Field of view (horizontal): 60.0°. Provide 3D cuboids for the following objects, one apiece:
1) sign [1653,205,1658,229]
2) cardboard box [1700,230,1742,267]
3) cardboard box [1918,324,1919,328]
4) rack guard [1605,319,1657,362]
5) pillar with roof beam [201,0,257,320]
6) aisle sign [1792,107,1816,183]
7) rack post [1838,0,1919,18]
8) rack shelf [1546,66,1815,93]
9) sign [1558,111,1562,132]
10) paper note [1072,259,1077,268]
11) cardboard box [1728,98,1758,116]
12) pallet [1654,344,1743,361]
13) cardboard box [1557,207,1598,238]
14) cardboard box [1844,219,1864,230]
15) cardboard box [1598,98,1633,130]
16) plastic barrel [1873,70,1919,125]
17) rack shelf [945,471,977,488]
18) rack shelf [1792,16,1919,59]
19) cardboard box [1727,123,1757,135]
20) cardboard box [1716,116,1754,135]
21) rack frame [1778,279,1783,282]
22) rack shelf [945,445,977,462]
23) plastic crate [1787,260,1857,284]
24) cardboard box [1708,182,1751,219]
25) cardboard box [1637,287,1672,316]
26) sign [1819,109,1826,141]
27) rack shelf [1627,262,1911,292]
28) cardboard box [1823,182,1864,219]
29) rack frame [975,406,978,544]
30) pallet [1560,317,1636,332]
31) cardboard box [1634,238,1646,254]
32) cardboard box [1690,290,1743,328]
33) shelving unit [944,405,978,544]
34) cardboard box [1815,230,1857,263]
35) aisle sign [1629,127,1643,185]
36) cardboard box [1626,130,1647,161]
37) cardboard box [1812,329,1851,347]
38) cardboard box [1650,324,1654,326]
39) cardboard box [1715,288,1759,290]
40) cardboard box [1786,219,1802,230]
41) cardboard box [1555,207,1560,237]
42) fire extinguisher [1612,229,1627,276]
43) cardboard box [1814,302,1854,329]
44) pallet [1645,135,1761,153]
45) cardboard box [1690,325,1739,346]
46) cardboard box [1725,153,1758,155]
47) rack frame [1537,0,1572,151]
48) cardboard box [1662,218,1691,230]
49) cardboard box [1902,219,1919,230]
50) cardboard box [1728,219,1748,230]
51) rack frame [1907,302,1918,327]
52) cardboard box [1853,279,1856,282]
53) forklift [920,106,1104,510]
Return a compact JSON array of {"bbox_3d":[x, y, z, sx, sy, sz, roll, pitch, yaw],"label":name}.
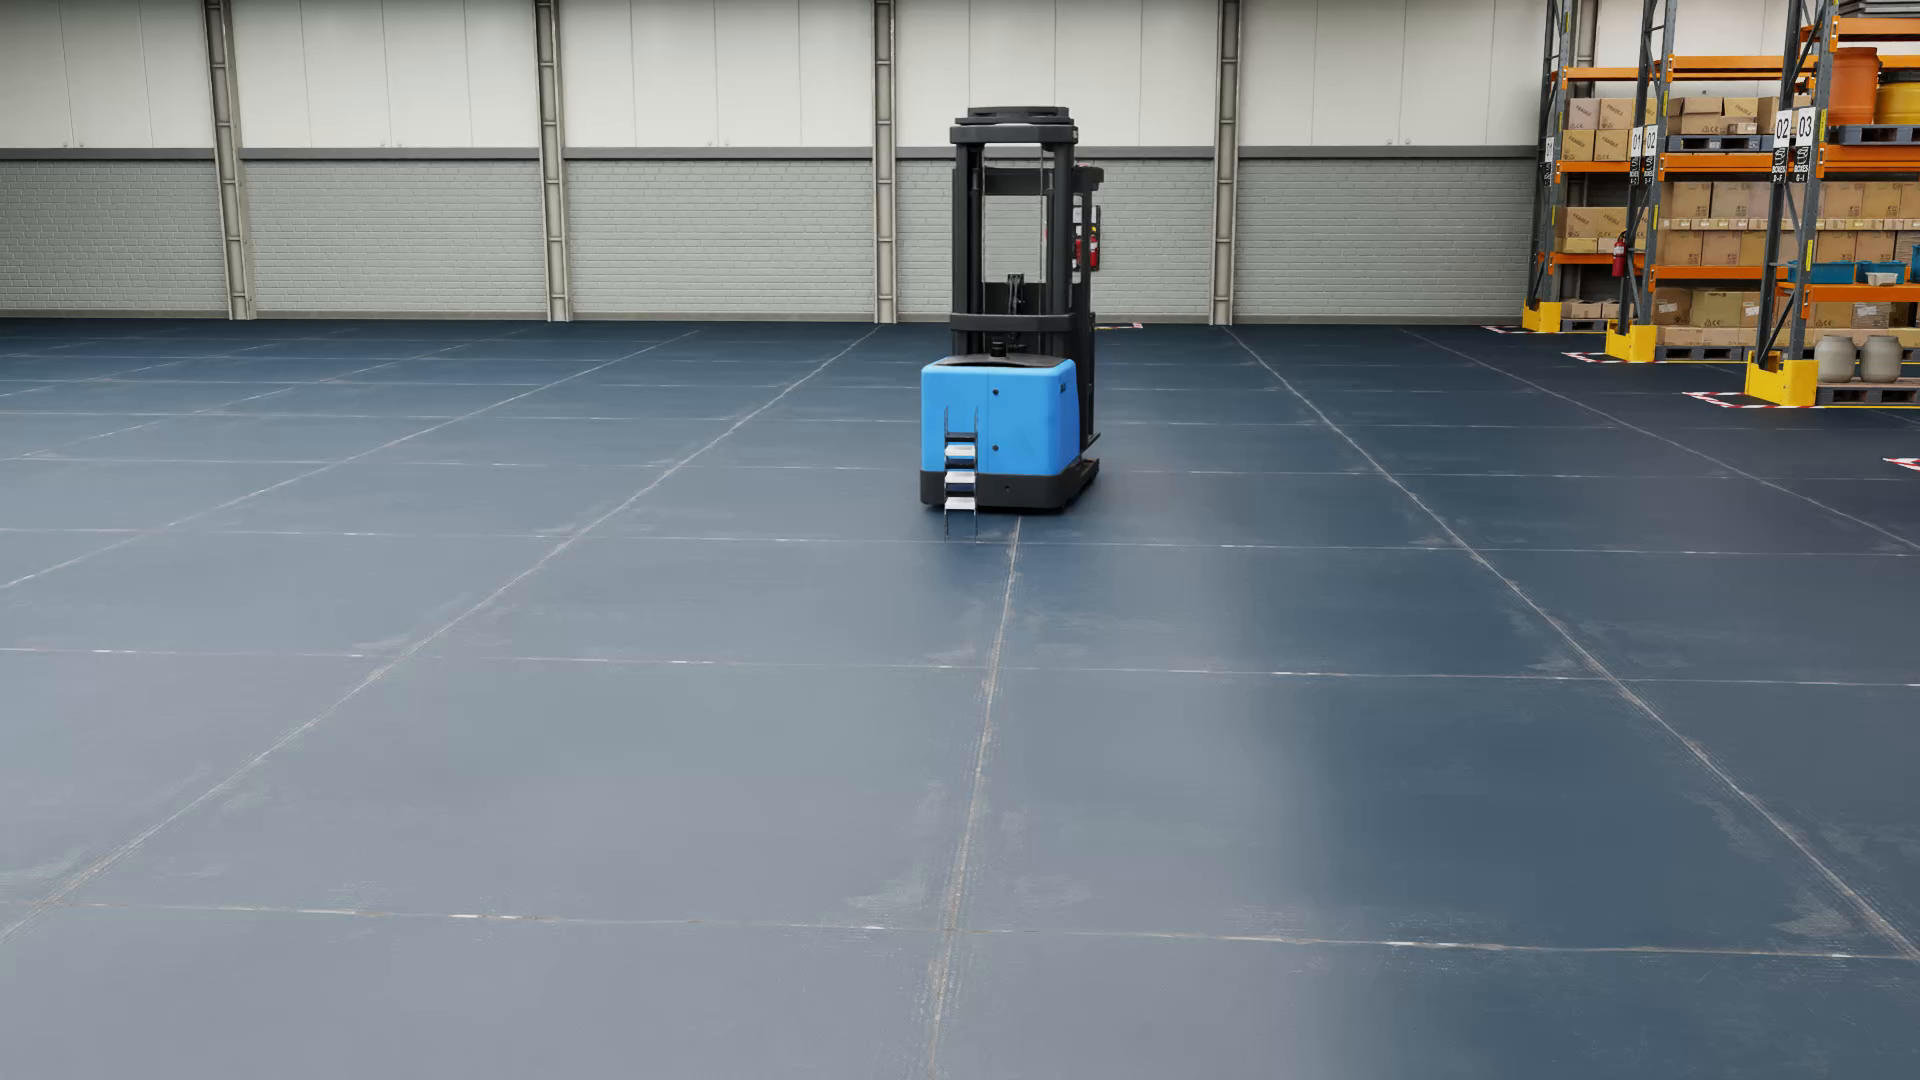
[{"bbox_3d":[9.511,-4.414,22.738,0.005,0.325,0.100,1,12,4],"label":"sign"},{"bbox_3d":[10.543,-4.099,23.293,0.500,0.500,0.700,1,12,5],"label":"cardboard box"},{"bbox_3d":[13.978,-2.924,23.609,0.500,0.250,0.500,1,12,3],"label":"cardboard box"},{"bbox_3d":[9.530,-2.842,23.633,0.348,0.500,1.175,1,12,4],"label":"rack guard"},{"bbox_3d":[-13.596,-7.630,25.764,0.400,9.000,9.100,1,12,4],"label":"pillar with roof beam"},{"bbox_3d":[9.128,-4.267,17.991,0.004,0.787,0.394,1,12,4],"label":"aisle sign"},{"bbox_3d":[9.965,-5.709,17.802,0.954,0.300,0.937,2,12,10],"label":"rack post"},{"bbox_3d":[11.877,-7.633,27.543,4.000,0.370,1.077,1,12,4],"label":"rack shelf"},{"bbox_3d":[9.845,-6.862,27.288,0.005,0.325,0.100,1,12,4],"label":"sign"},{"bbox_3d":[2.016,-4.953,29.774,0.142,0.148,0.016,1,12,4],"label":"paper note"},{"bbox_3d":[12.804,-6.996,27.324,0.500,0.500,0.500,1,12,7],"label":"cardboard box"},{"bbox_3d":[10.320,-2.698,23.652,1.213,0.211,1.003,1,12,4],"label":"pallet"},{"bbox_3d":[10.338,-5.313,27.826,0.500,0.500,0.500,1,12,4],"label":"cardboard box"},{"bbox_3d":[12.244,-4.351,22.915,0.250,0.149,0.380,1,12,3],"label":"cardboard box"},{"bbox_3d":[10.747,-7.022,27.448,0.500,0.500,0.500,1,12,3],"label":"cardboard box"},{"bbox_3d":[10.365,-4.830,18.219,0.600,0.588,0.600,0,12,0],"label":"plastic barrel"},{"bbox_3d":[0.008,-0.408,11.182,0.200,0.077,0.258,1,12,4],"label":"rack shelf"},{"bbox_3d":[11.215,-5.415,17.908,4.000,0.370,1.077,1,12,4],"label":"rack shelf"},{"bbox_3d":[10.716,-5.632,22.788,0.250,0.149,0.380,1,12,4],"label":"cardboard box"},{"bbox_3d":[10.721,-5.772,23.209,0.500,0.250,0.500,1,12,4],"label":"cardboard box"},{"bbox_3d":[13.873,-5.023,27.952,0.127,3.000,1.000,1,12,4],"label":"rack frame"},{"bbox_3d":[0.008,-0.584,11.145,0.200,0.077,0.258,1,12,4],"label":"rack shelf"},{"bbox_3d":[9.739,-3.035,18.813,0.616,0.251,0.499,1,12,4],"label":"plastic crate"},{"bbox_3d":[10.597,-4.733,23.157,0.500,0.500,0.700,0,12,2],"label":"cardboard box"},{"bbox_3d":[11.863,-4.013,28.158,0.500,0.500,0.700,0,12,0],"label":"cardboard box"},{"bbox_3d":[9.178,-4.414,17.694,0.005,0.325,0.100,1,12,4],"label":"sign"},{"bbox_3d":[11.550,-3.686,23.319,4.000,0.370,1.077,1,12,4],"label":"rack shelf"},{"bbox_3d":[12.098,-4.713,23.059,0.500,0.500,0.700,1,12,4],"label":"cardboard box"},{"bbox_3d":[0.110,-0.439,11.169,0.006,0.900,0.240,1,12,4],"label":"rack frame"},{"bbox_3d":[10.766,-3.693,28.407,1.213,0.211,1.003,1,12,4],"label":"pallet"},{"bbox_3d":[11.374,-4.930,27.826,0.500,0.250,0.500,1,12,3],"label":"cardboard box"},{"bbox_3d":[10.573,-3.233,23.255,0.500,0.500,0.500,1,12,4],"label":"cardboard box"},{"bbox_3d":[0.008,-0.440,11.175,0.210,0.900,0.258,1,12,4],"label":"shelving unit"},{"bbox_3d":[12.075,-4.078,23.192,0.500,0.500,0.700,1,12,5],"label":"cardboard box"},{"bbox_3d":[9.508,-5.399,23.401,0.004,0.787,0.394,1,12,4],"label":"aisle sign"},{"bbox_3d":[11.250,-6.528,27.529,0.500,0.500,0.500,1,12,6],"label":"cardboard box"},{"bbox_3d":[12.070,-2.845,23.230,0.500,0.250,0.500,1,12,4],"label":"cardboard box"},{"bbox_3d":[10.109,-2.978,23.868,0.500,0.250,0.500,1,12,4],"label":"cardboard box"},{"bbox_3d":[11.108,-3.335,23.742,0.500,0.500,0.500,1,12,4],"label":"cardboard box"},{"bbox_3d":[11.465,-4.361,22.962,0.250,0.149,0.380,1,12,4],"label":"cardboard box"},{"bbox_3d":[10.366,-5.418,28.327,0.500,0.500,0.500,1,12,3],"label":"cardboard box"},{"bbox_3d":[9.467,-4.124,23.845,0.183,0.674,0.296,1,12,4],"label":"fire extinguisher"},{"bbox_3d":[12.071,-3.214,23.166,0.500,0.500,0.500,1,12,4],"label":"cardboard box"},{"bbox_3d":[10.258,-5.475,23.006,1.213,0.211,1.003,1,12,4],"label":"pallet"},{"bbox_3d":[10.573,-2.866,23.333,0.500,0.250,0.500,1,12,4],"label":"cardboard box"},{"bbox_3d":[12.848,-6.515,27.470,0.500,0.500,0.500,0,12,-1],"label":"cardboard box"},{"bbox_3d":[9.881,-8.014,27.600,0.127,3.000,1.000,1,12,4],"label":"rack frame"},{"bbox_3d":[9.931,-4.382,23.063,0.250,0.149,0.380,1,12,3],"label":"cardboard box"},{"bbox_3d":[13.013,-4.341,22.864,0.250,0.149,0.380,1,12,3],"label":"cardboard box"},{"bbox_3d":[10.695,-4.372,23.012,0.250,0.149,0.380,1,12,3],"label":"cardboard box"},{"bbox_3d":[13.545,-4.010,23.114,0.127,3.000,1.000,1,12,4],"label":"rack frame"},{"bbox_3d":[15.048,-4.369,28.029,0.500,0.250,0.500,1,12,3],"label":"cardboard box"},{"bbox_3d":[0.531,-1.913,13.256,1.130,2.935,3.031,3,12,13],"label":"forklift"}]
